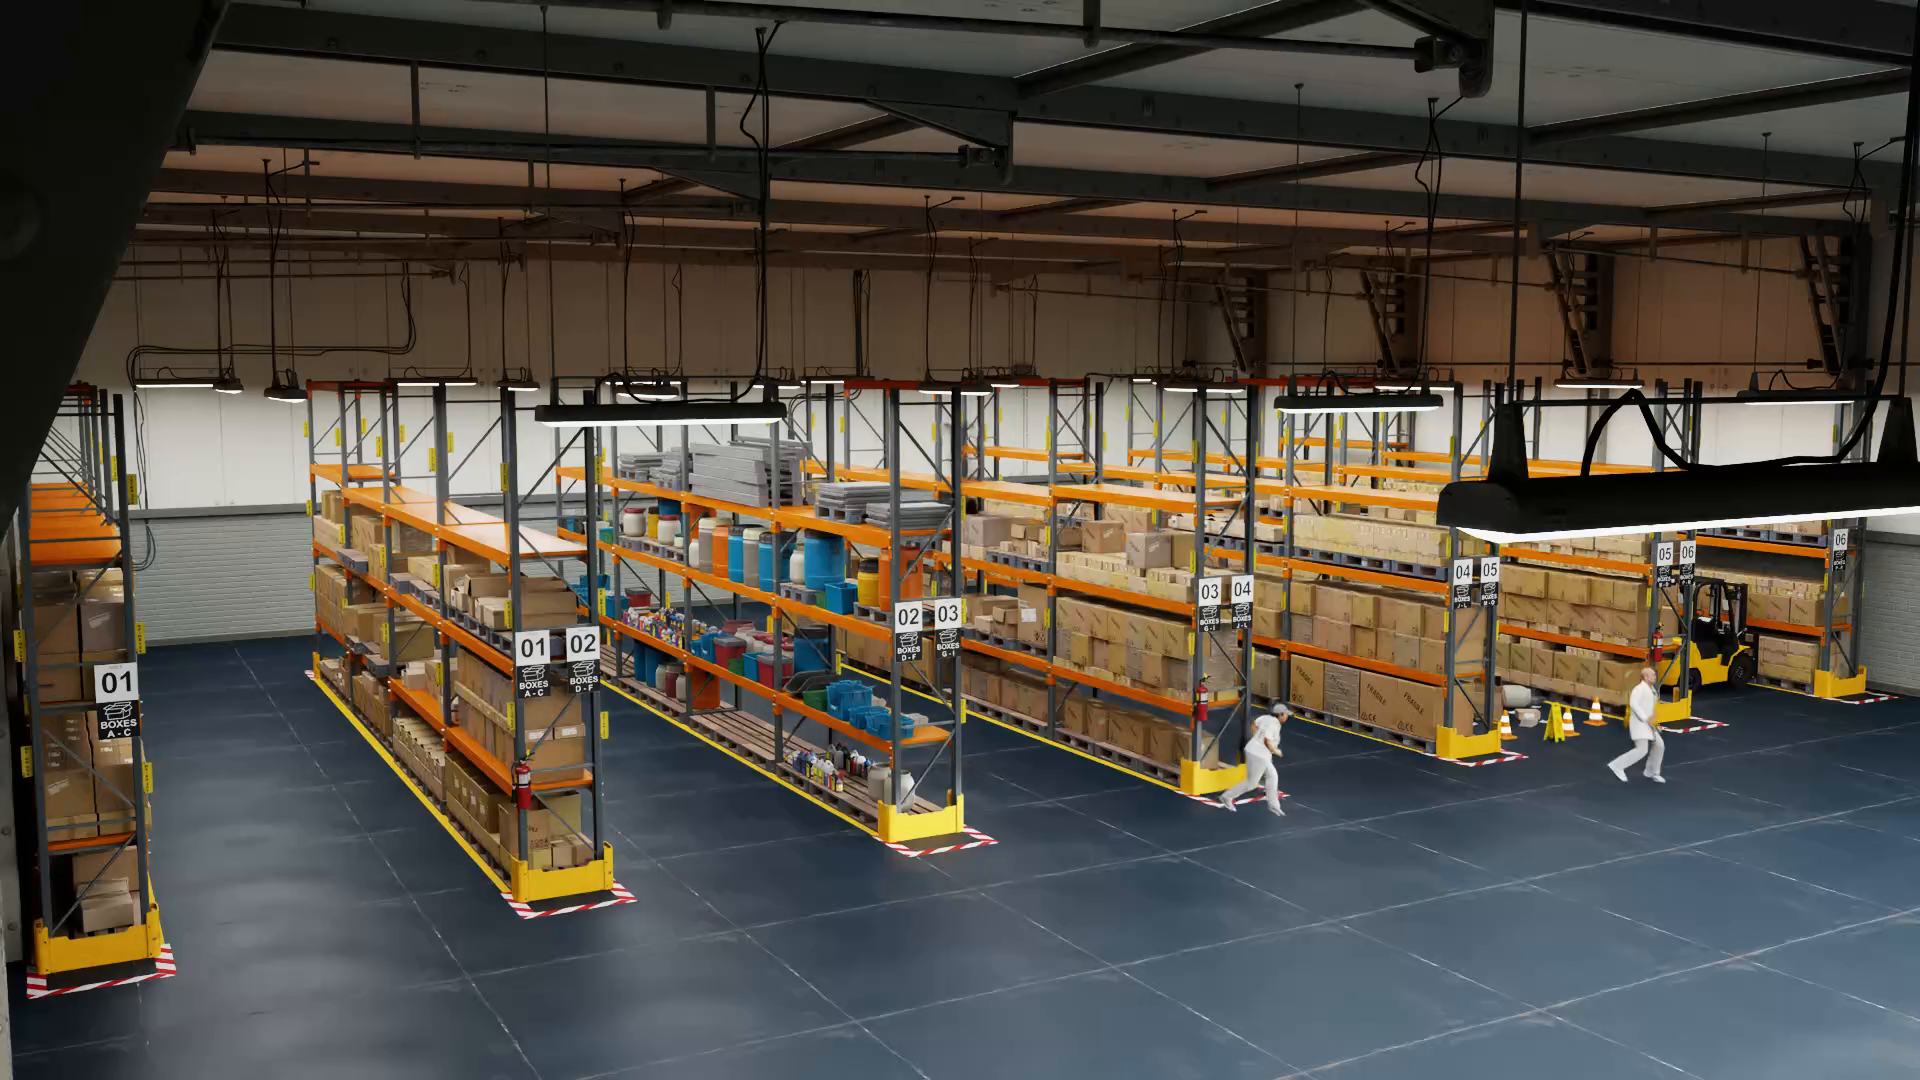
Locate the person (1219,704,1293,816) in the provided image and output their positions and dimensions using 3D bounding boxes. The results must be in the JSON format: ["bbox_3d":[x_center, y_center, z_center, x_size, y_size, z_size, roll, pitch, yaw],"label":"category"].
[{"bbox_3d":[4.132,3.095,23.289,1.030,1.627,0.642,0,6,-4],"label":"person"}]

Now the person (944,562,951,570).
[{"bbox_3d":[-0.182,1.065,41.629,0.779,1.768,0.752,-5,8,-41],"label":"person"}]

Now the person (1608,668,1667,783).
[{"bbox_3d":[10.299,2.815,25.161,0.791,1.782,0.922,4,7,31],"label":"person"}]
